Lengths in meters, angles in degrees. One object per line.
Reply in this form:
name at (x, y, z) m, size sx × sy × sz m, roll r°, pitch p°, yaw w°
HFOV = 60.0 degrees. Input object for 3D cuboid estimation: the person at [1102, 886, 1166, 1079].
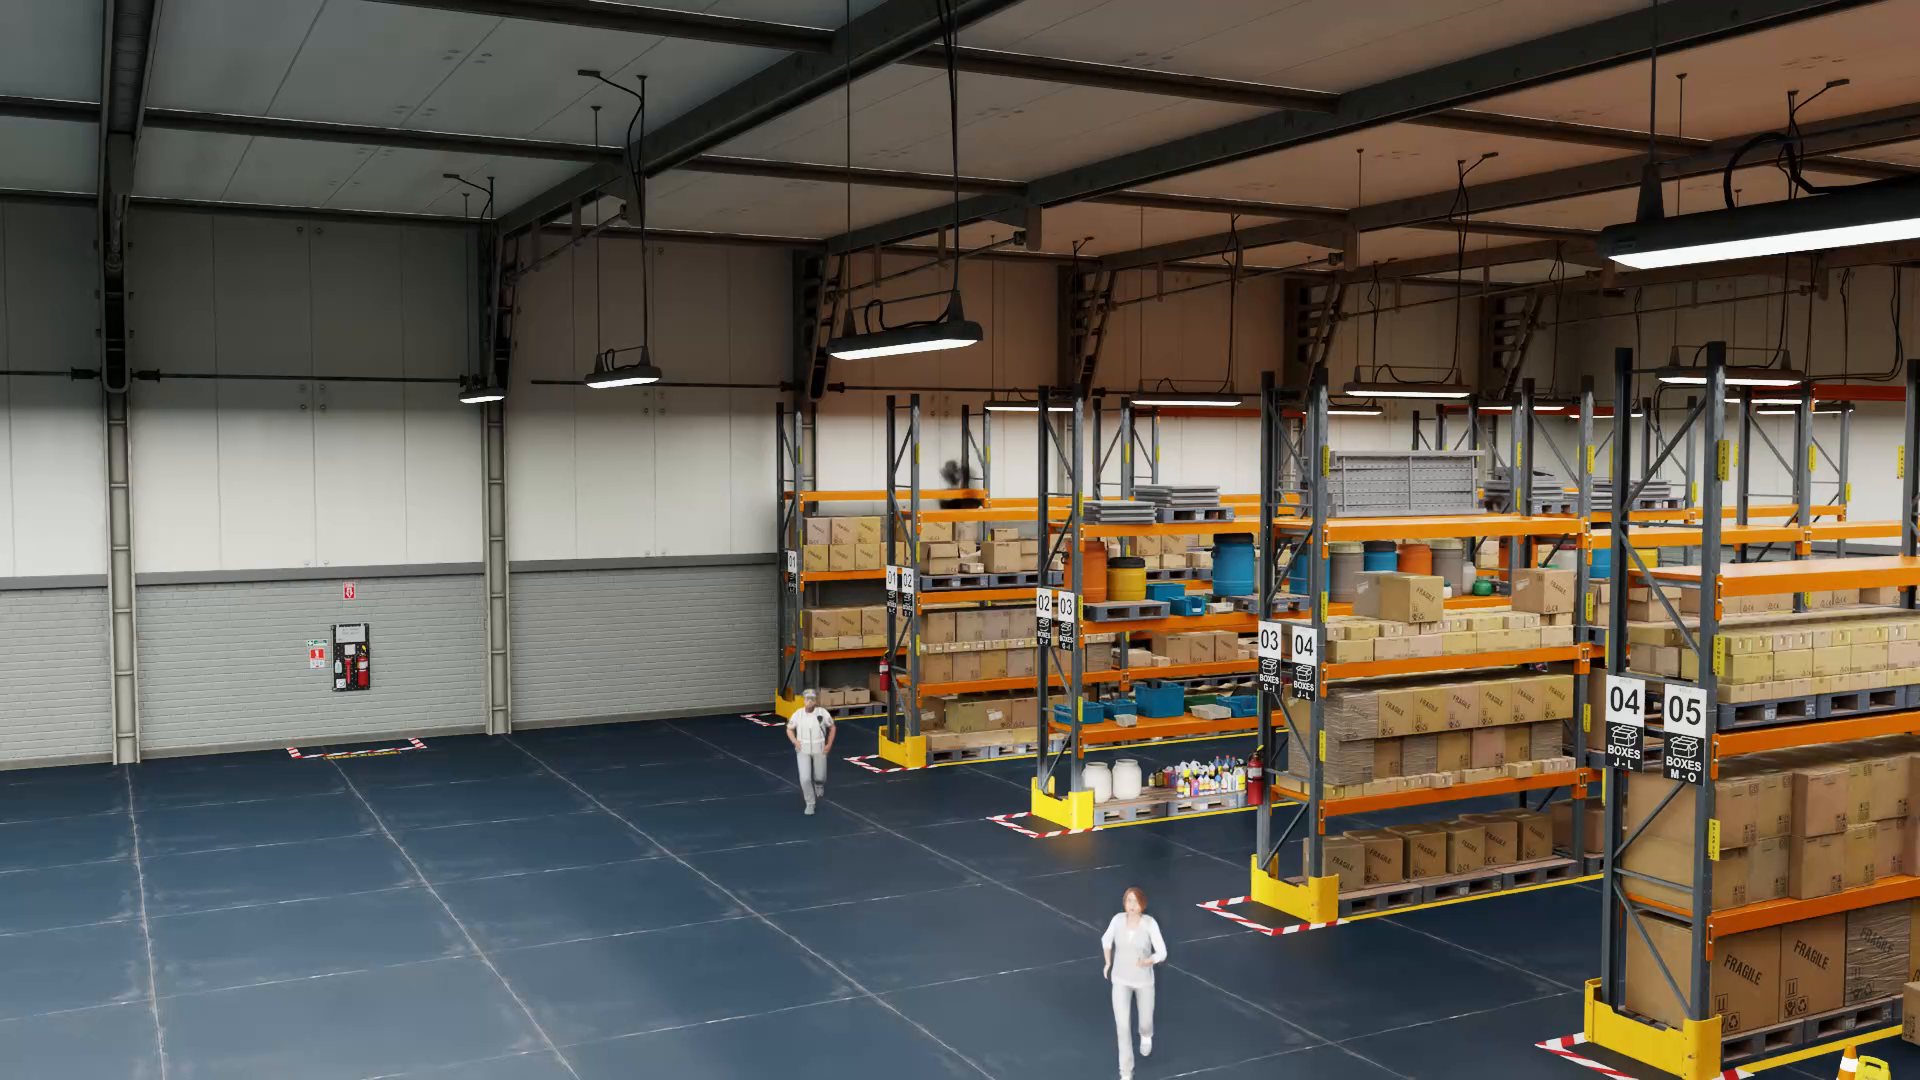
person at (1.409, 3.602, 13.558) m, size 0.547 × 1.569 × 0.823 m, roll 1°, pitch 3°, yaw 12°

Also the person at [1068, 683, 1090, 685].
person at (2.163, 2.594, 30.476) m, size 0.611 × 1.665 × 0.598 m, roll -3°, pitch 4°, yaw -38°

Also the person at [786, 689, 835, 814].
person at (-2.111, 2.971, 23.576) m, size 0.699 × 1.746 × 0.556 m, roll 0°, pitch 3°, yaw -7°
